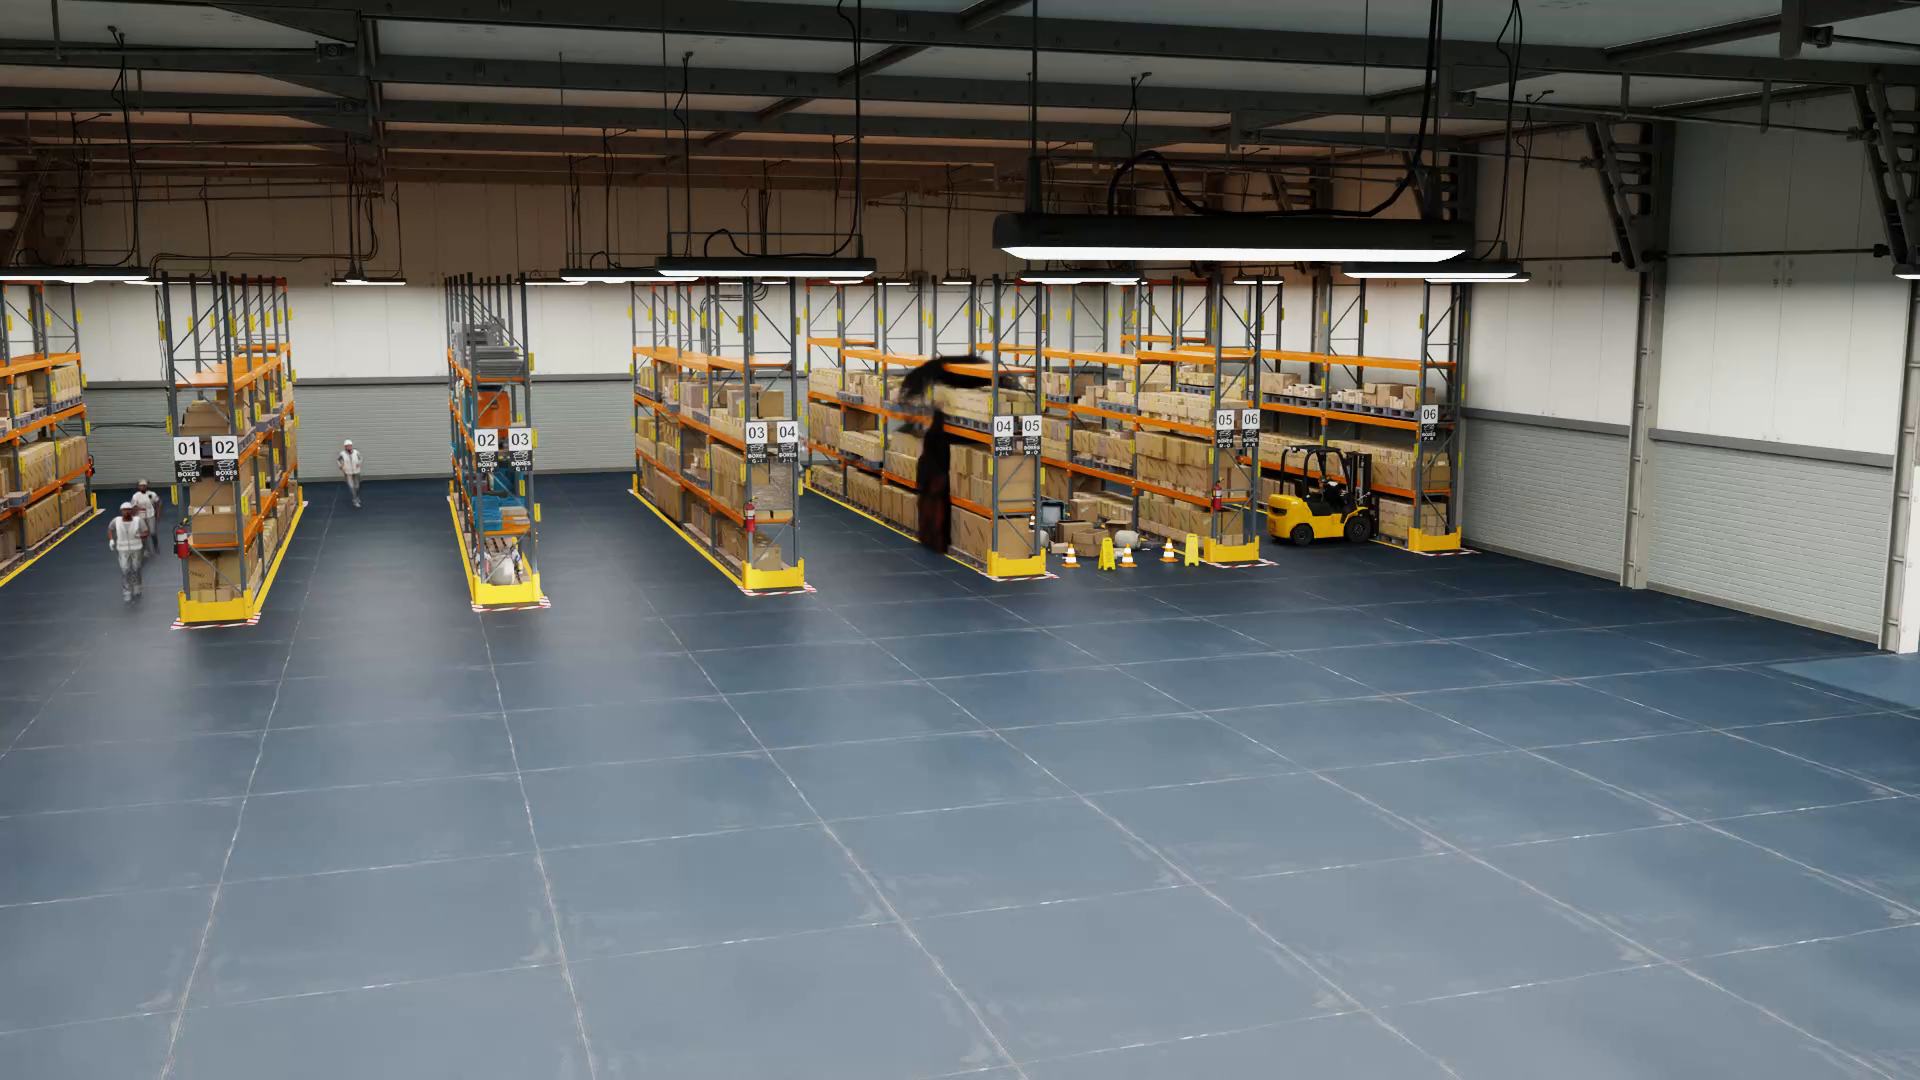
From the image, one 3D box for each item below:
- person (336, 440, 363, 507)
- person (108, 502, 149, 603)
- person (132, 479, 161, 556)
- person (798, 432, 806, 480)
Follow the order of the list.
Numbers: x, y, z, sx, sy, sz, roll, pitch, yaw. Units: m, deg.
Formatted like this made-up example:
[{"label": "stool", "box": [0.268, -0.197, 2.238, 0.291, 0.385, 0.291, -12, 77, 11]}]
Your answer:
[{"label": "person", "box": [-16.124, -1.776, 43.975, 0.683, 1.762, 0.865, -3, 9, -21]}, {"label": "person", "box": [-15.350, 0.192, 30.750, 0.680, 1.797, 0.881, -4, 10, -26]}, {"label": "person", "box": [-17.404, -0.476, 35.611, 0.569, 1.673, 0.655, -4, 9, -24]}, {"label": "person", "box": [-4.911, -2.591, 49.344, 0.876, 1.817, 0.676, -6, 11, -35]}]
